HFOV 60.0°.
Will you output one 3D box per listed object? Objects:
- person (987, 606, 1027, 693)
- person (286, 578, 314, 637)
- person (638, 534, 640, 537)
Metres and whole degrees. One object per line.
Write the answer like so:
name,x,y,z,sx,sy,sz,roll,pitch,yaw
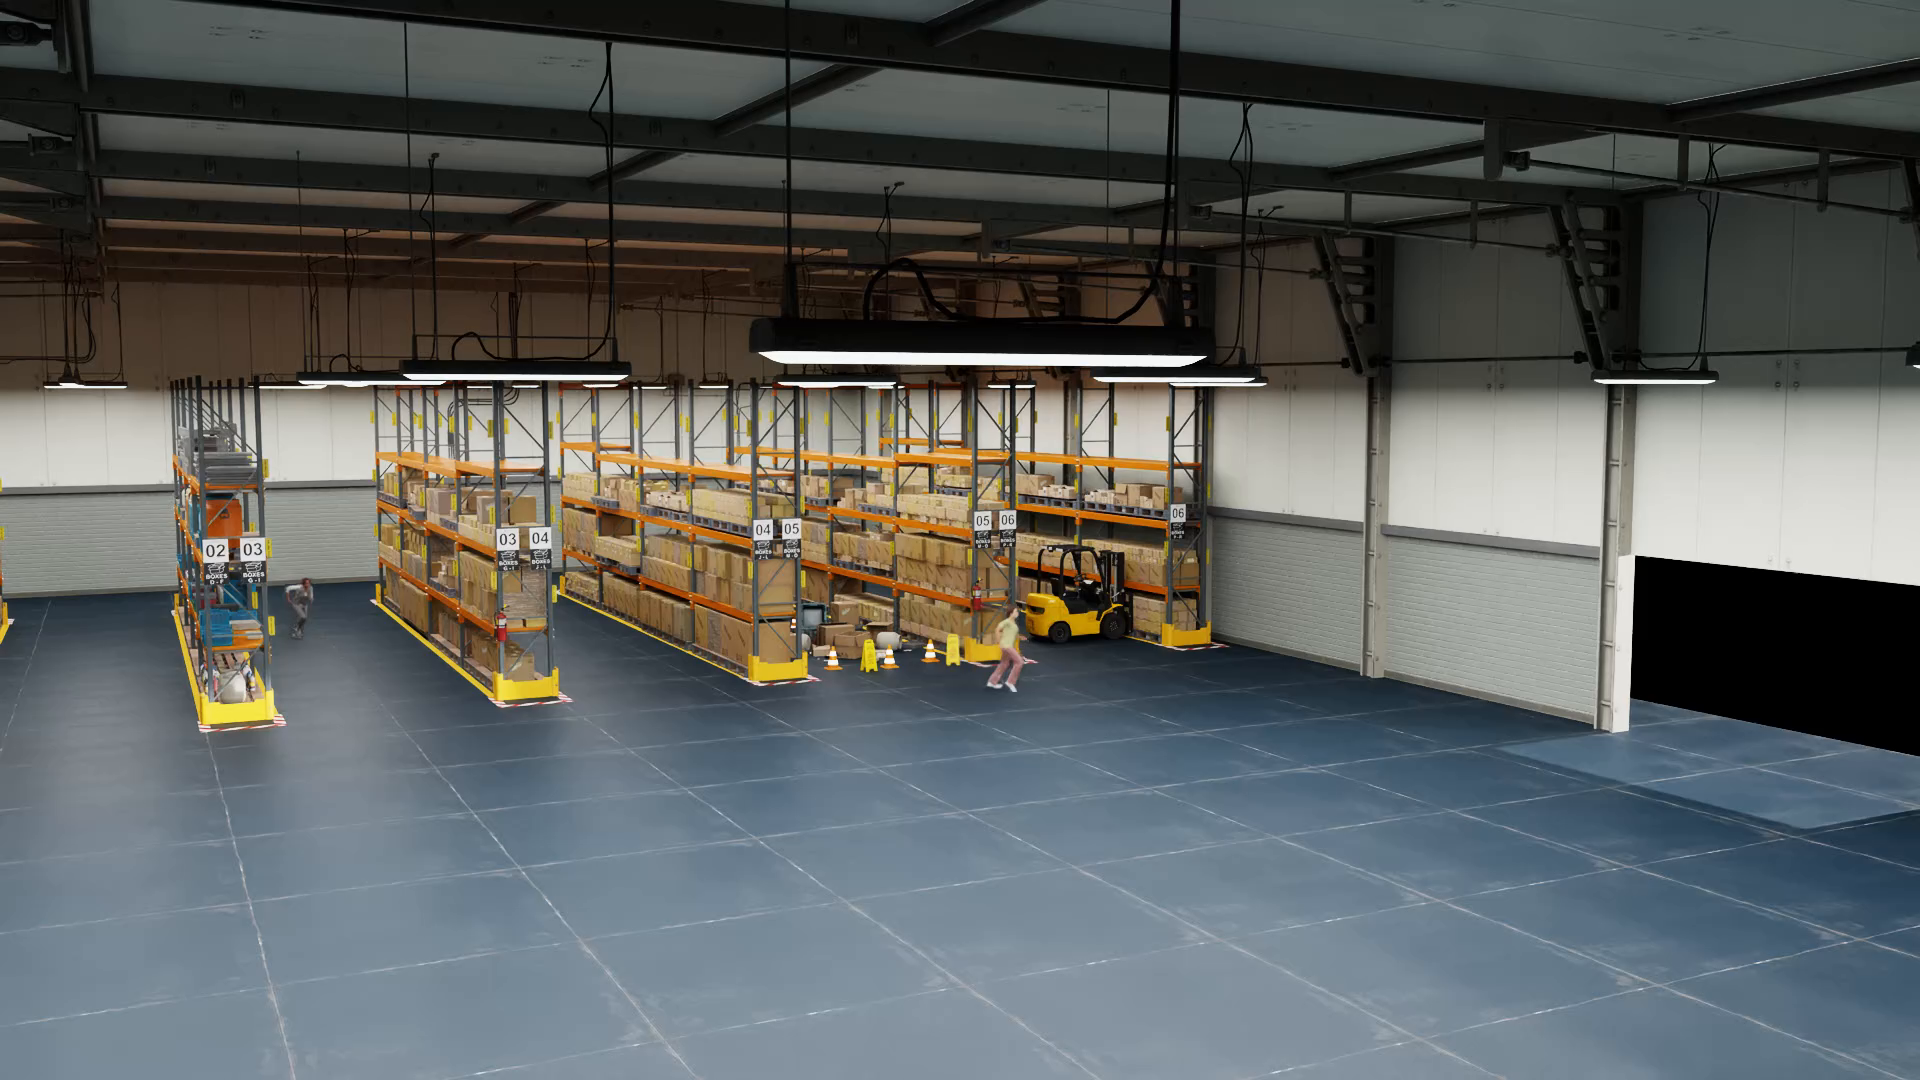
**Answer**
person,0.893,2.086,31.765,0.793,1.671,0.523,1,5,14
person,-15.287,1.571,38.503,0.861,1.435,0.579,5,7,42
person,-9.297,0.588,48.777,0.935,1.623,0.576,-1,5,-14
